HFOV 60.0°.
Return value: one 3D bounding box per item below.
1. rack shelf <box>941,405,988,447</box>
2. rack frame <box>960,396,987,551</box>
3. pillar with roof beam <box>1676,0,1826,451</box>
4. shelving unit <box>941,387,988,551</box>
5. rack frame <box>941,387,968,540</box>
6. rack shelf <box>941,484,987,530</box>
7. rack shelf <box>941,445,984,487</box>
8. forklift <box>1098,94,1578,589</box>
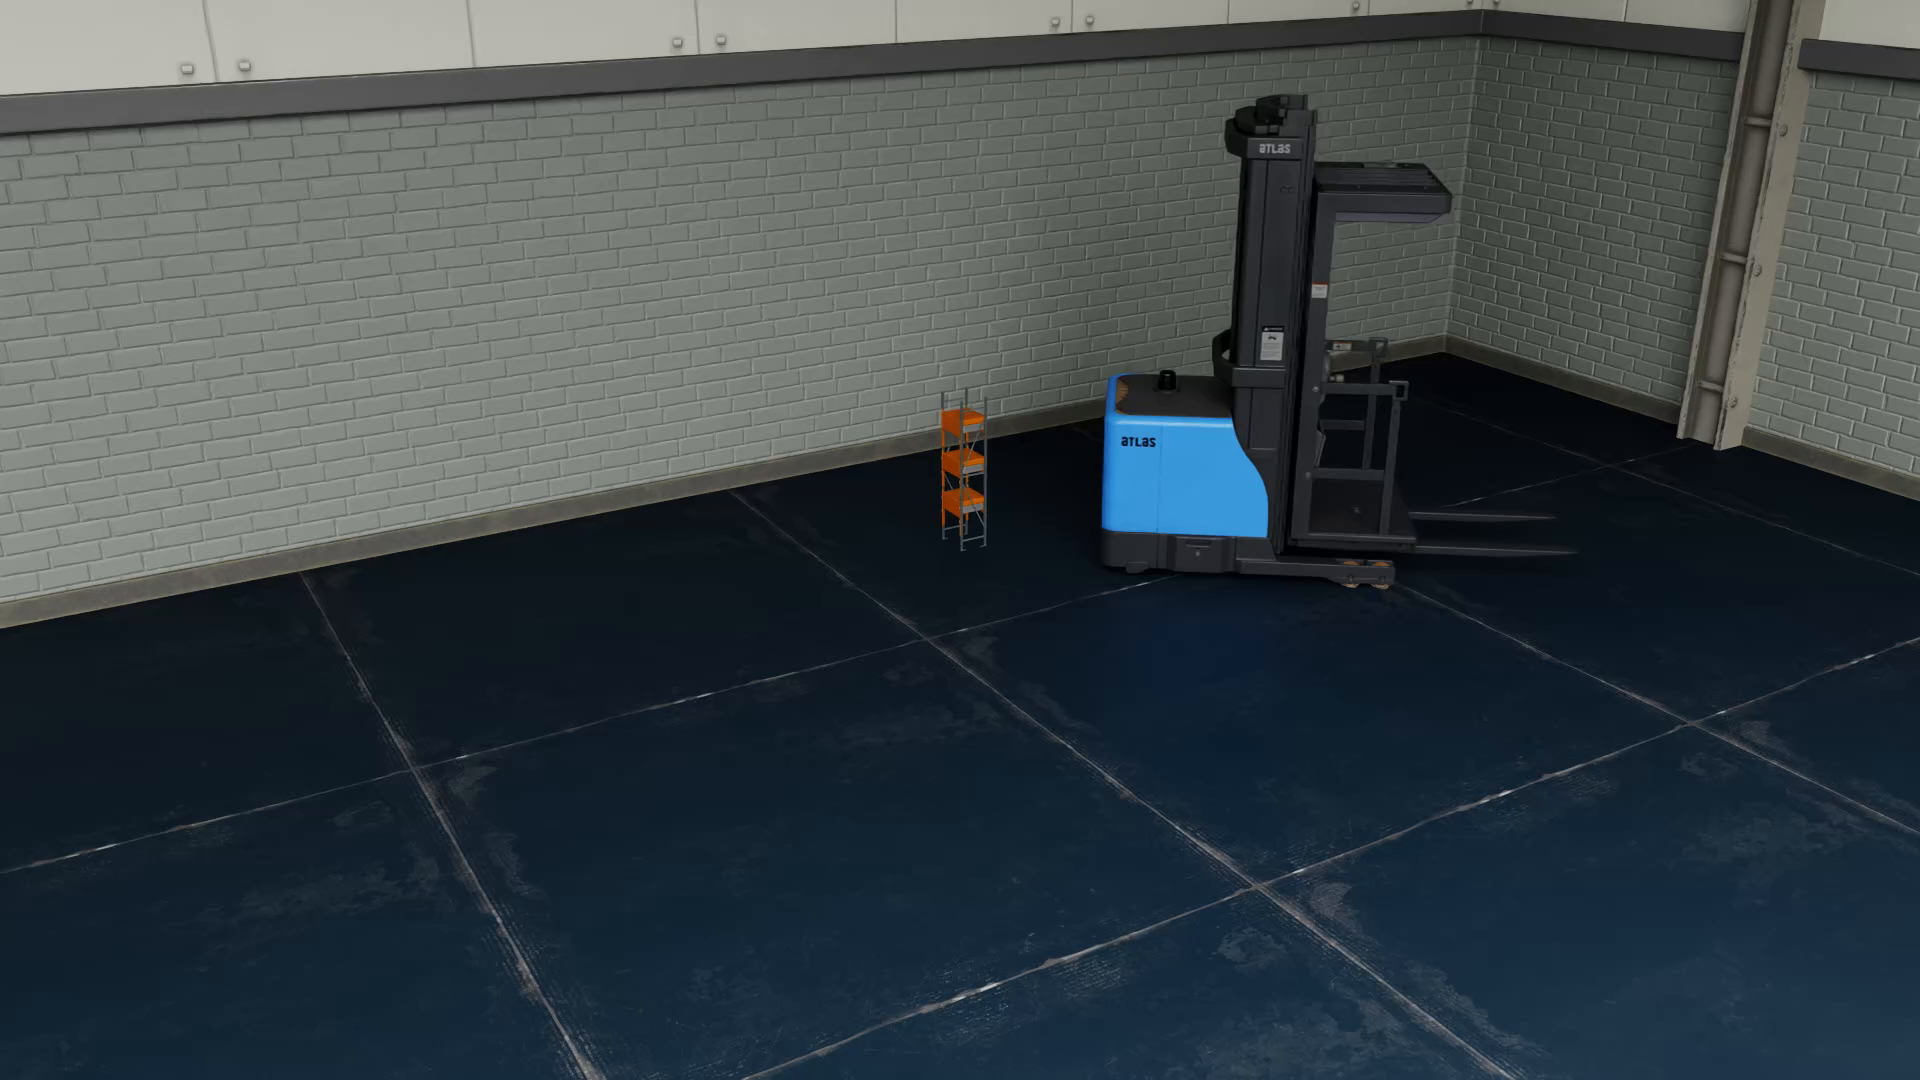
[{"bbox_3d":[0.027,-0.722,10.968,0.215,0.259,0.240,-13,25,-28],"label":"rack shelf"},{"bbox_3d":[0.090,-0.430,10.974,0.200,1.050,0.008,-13,25,-28],"label":"rack frame"},{"bbox_3d":[2.275,-4.134,9.531,9.100,9.000,0.400,-13,25,-28],"label":"pillar with roof beam"},{"bbox_3d":[0.027,-0.469,11.071,0.215,1.050,0.252,-13,25,-28],"label":"shelving unit"},{"bbox_3d":[-0.035,-0.509,11.168,0.200,1.050,0.008,-13,25,-28],"label":"rack frame"},{"bbox_3d":[0.027,-0.202,11.180,0.215,0.259,0.240,-13,25,-28],"label":"rack shelf"},{"bbox_3d":[0.027,-0.459,11.075,0.215,0.259,0.240,-13,25,-28],"label":"rack shelf"},{"bbox_3d":[2.447,-1.259,10.516,3.031,2.935,1.130,2,22,6],"label":"forklift"}]
